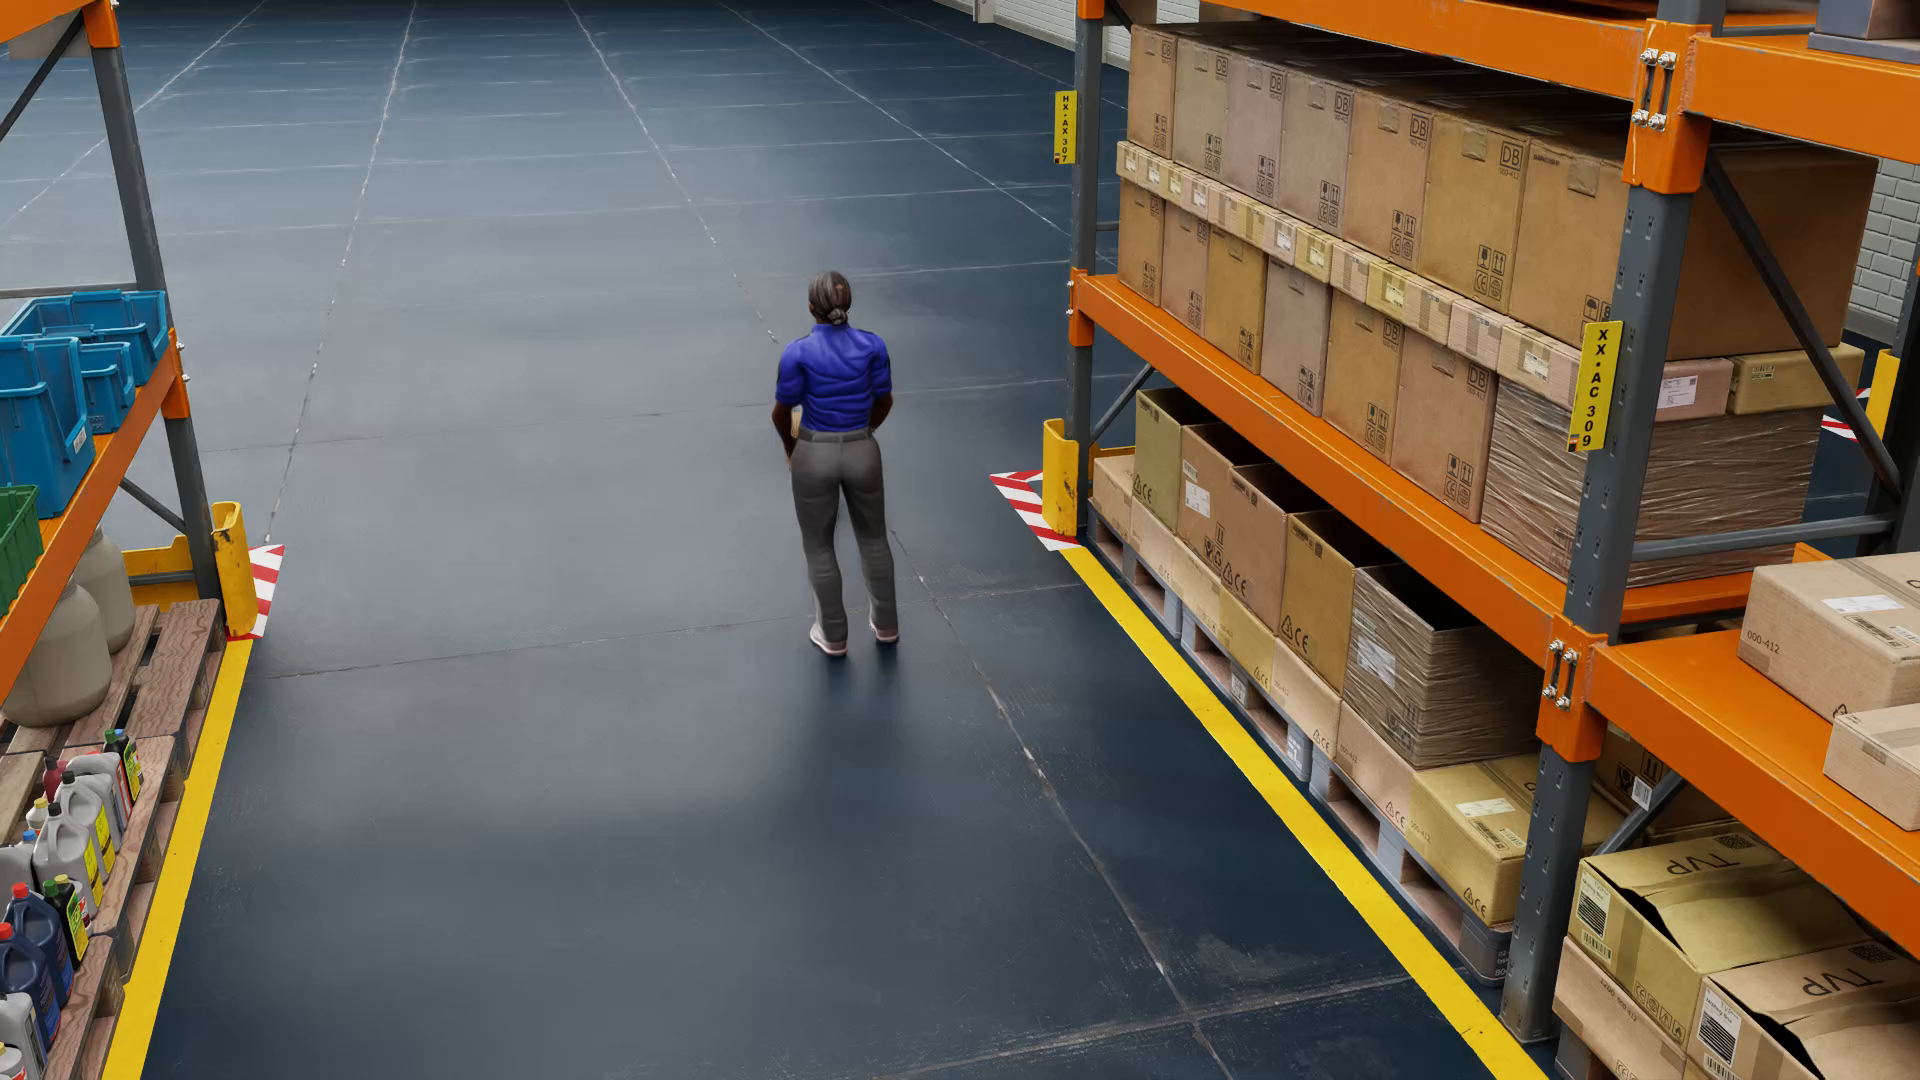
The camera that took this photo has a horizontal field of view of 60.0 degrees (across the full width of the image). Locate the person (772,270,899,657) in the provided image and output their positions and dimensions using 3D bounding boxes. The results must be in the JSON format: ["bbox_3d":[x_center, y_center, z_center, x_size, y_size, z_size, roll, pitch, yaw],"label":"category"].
[{"bbox_3d":[-0.511,-0.326,6.876,0.535,1.655,0.414,-6,24,-15],"label":"person"}]
